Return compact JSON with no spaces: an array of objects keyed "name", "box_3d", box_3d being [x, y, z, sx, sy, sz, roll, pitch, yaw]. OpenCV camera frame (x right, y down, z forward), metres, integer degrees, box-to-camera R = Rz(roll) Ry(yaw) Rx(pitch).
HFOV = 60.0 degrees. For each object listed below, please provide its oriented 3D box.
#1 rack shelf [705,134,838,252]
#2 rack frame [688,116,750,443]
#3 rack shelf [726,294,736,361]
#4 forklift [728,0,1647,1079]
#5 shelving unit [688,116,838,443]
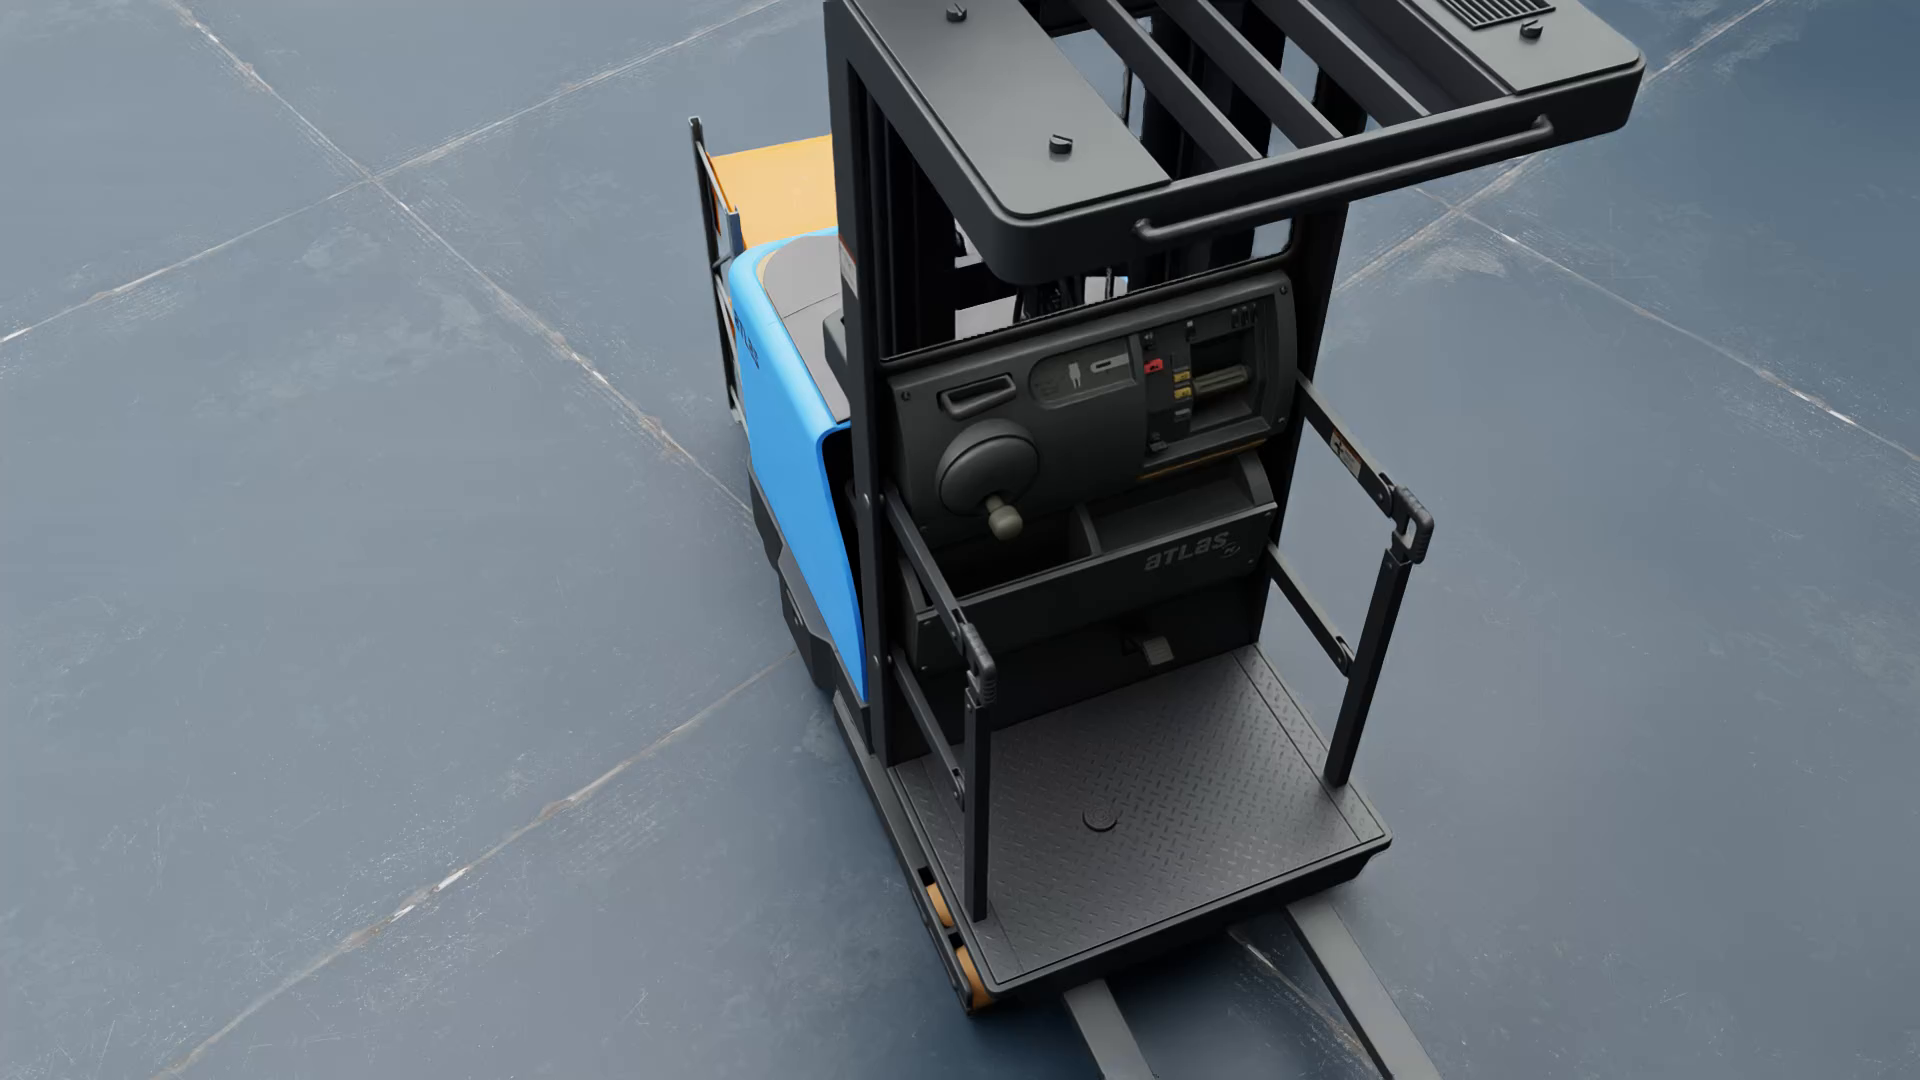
[{"name":"rack shelf","box_3d":[-0.218,-1.004,5.012,1.000,0.278,0.538,-14,49,-13]},{"name":"rack frame","box_3d":[-0.698,-0.683,5.115,0.032,1.125,0.500,-14,49,-13]},{"name":"rack shelf","box_3d":[-0.218,-0.639,5.407,1.000,0.278,0.538,-14,49,-13]},{"name":"forklift","box_3d":[0.389,-0.187,3.428,1.130,2.935,3.031,-17,50,-15]},{"name":"shelving unit","box_3d":[-0.218,-0.805,5.228,1.048,1.125,0.538,-14,49,-13]}]
